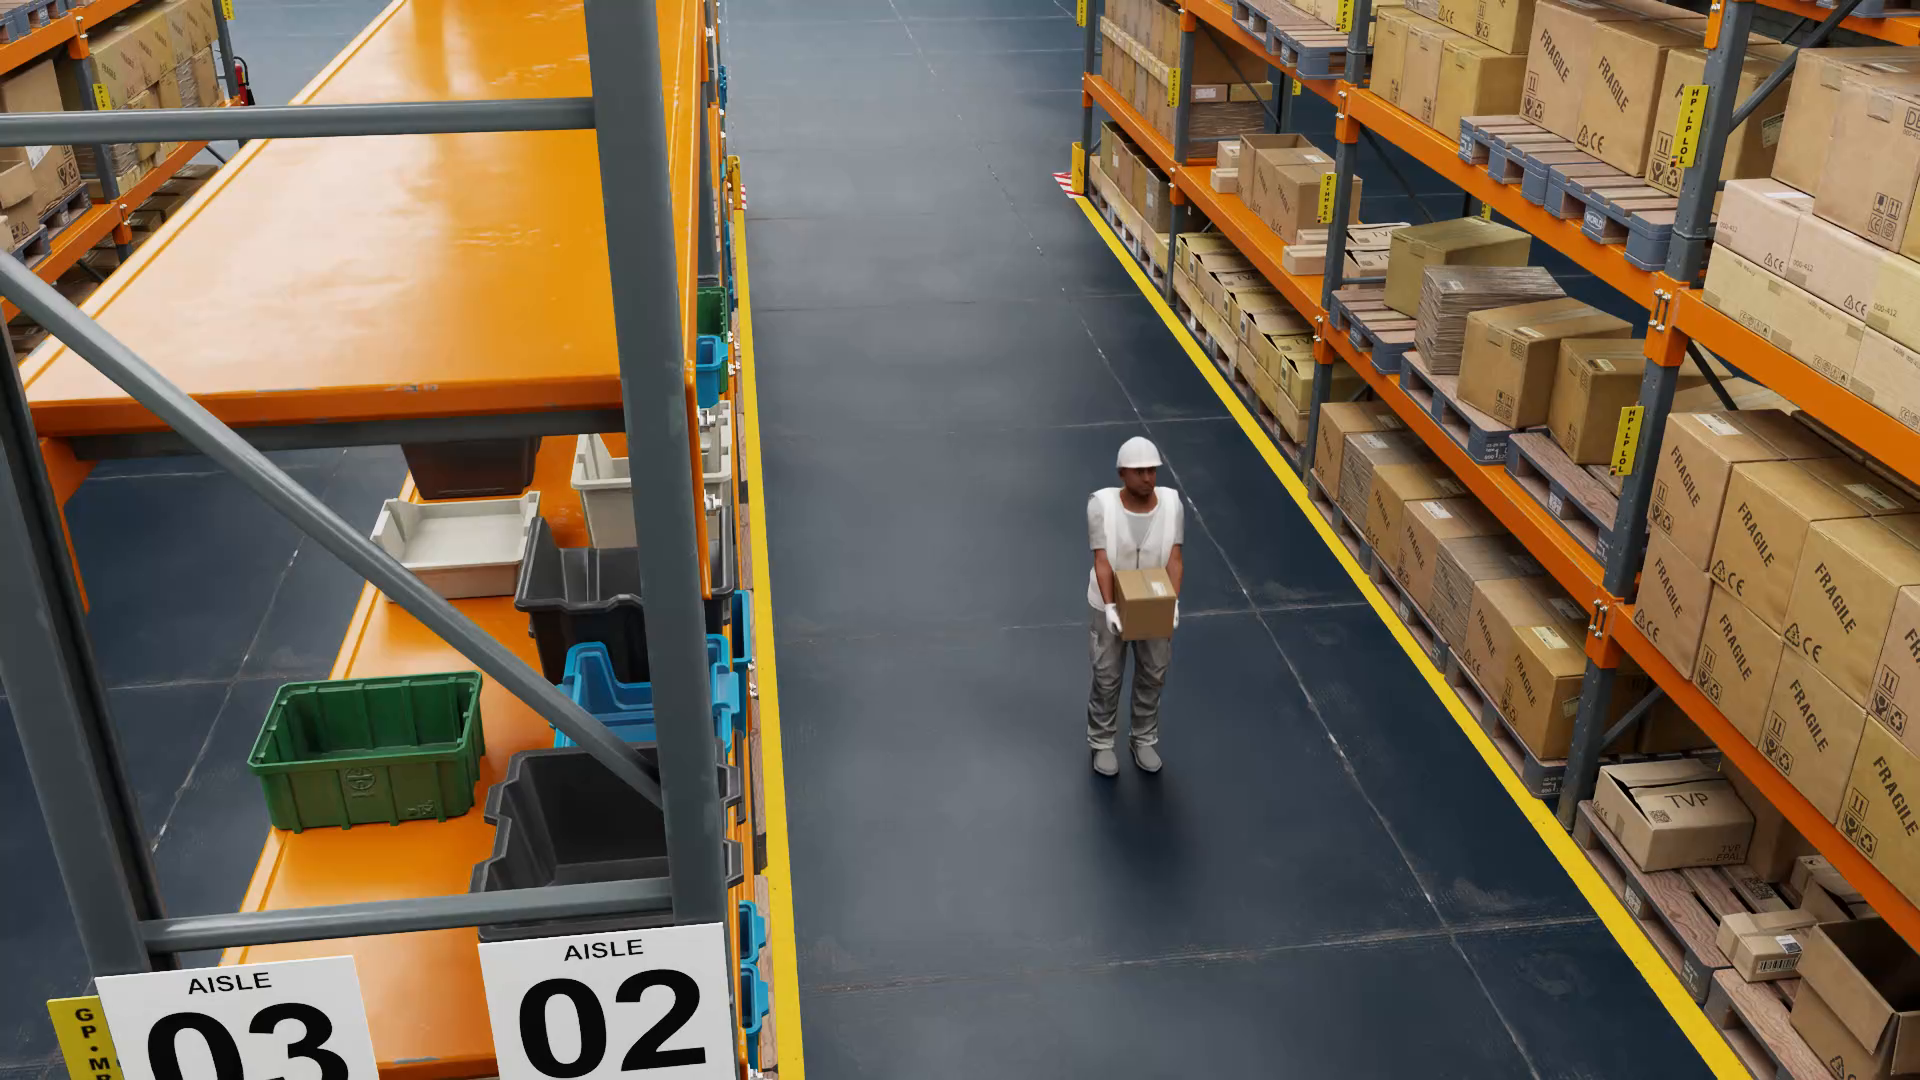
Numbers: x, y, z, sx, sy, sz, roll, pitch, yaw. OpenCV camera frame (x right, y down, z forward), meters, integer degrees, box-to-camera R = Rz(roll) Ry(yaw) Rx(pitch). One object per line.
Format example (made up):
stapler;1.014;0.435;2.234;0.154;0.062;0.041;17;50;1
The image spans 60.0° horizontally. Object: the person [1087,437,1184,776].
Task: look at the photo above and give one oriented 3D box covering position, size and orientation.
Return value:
person;0.888;0.374;8.352;0.487;1.778;0.584;-3;27;-7
